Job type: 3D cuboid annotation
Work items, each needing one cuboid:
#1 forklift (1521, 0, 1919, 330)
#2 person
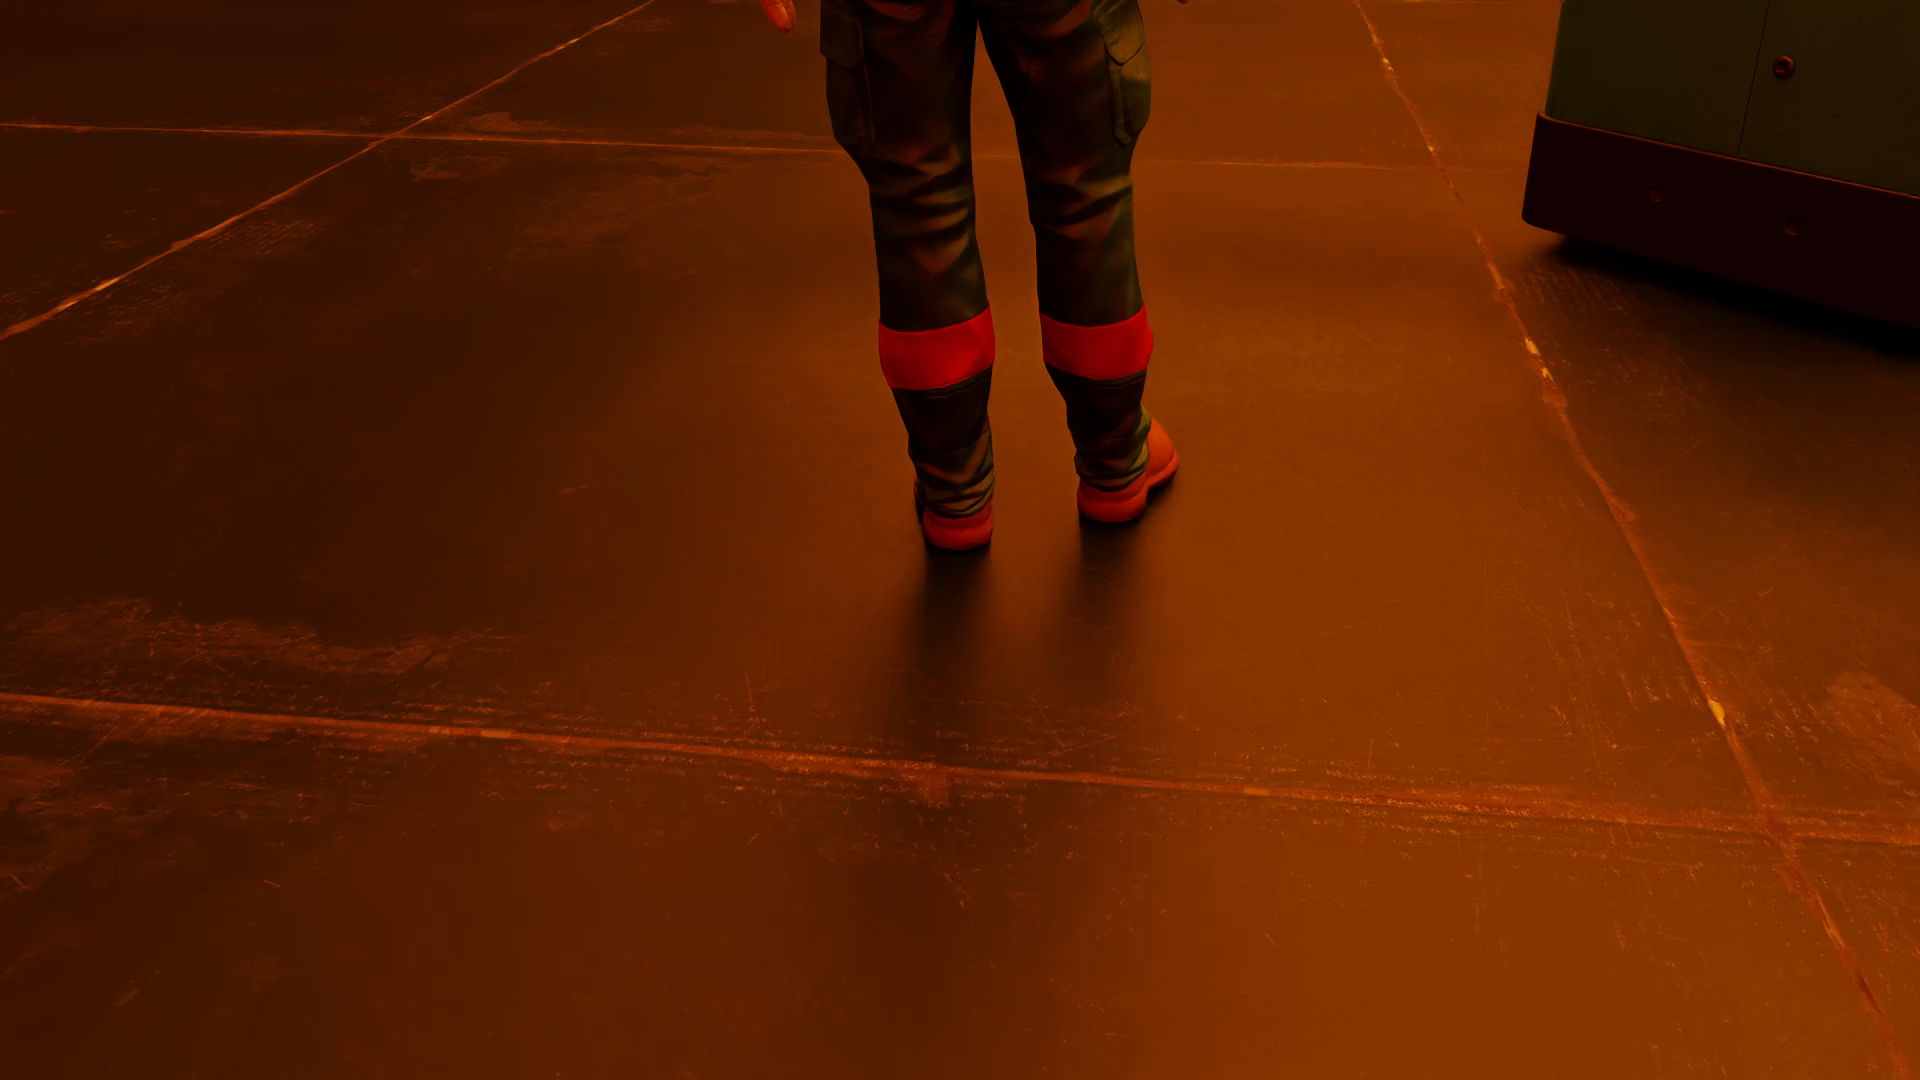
[{"bbox_3d":[2.782,-2.191,3.609,3.031,2.935,1.130,-18,32,-31],"label":"forklift"},{"bbox_3d":[0.022,-0.842,2.167,0.638,1.787,0.564,3,27,7],"label":"person"}]
